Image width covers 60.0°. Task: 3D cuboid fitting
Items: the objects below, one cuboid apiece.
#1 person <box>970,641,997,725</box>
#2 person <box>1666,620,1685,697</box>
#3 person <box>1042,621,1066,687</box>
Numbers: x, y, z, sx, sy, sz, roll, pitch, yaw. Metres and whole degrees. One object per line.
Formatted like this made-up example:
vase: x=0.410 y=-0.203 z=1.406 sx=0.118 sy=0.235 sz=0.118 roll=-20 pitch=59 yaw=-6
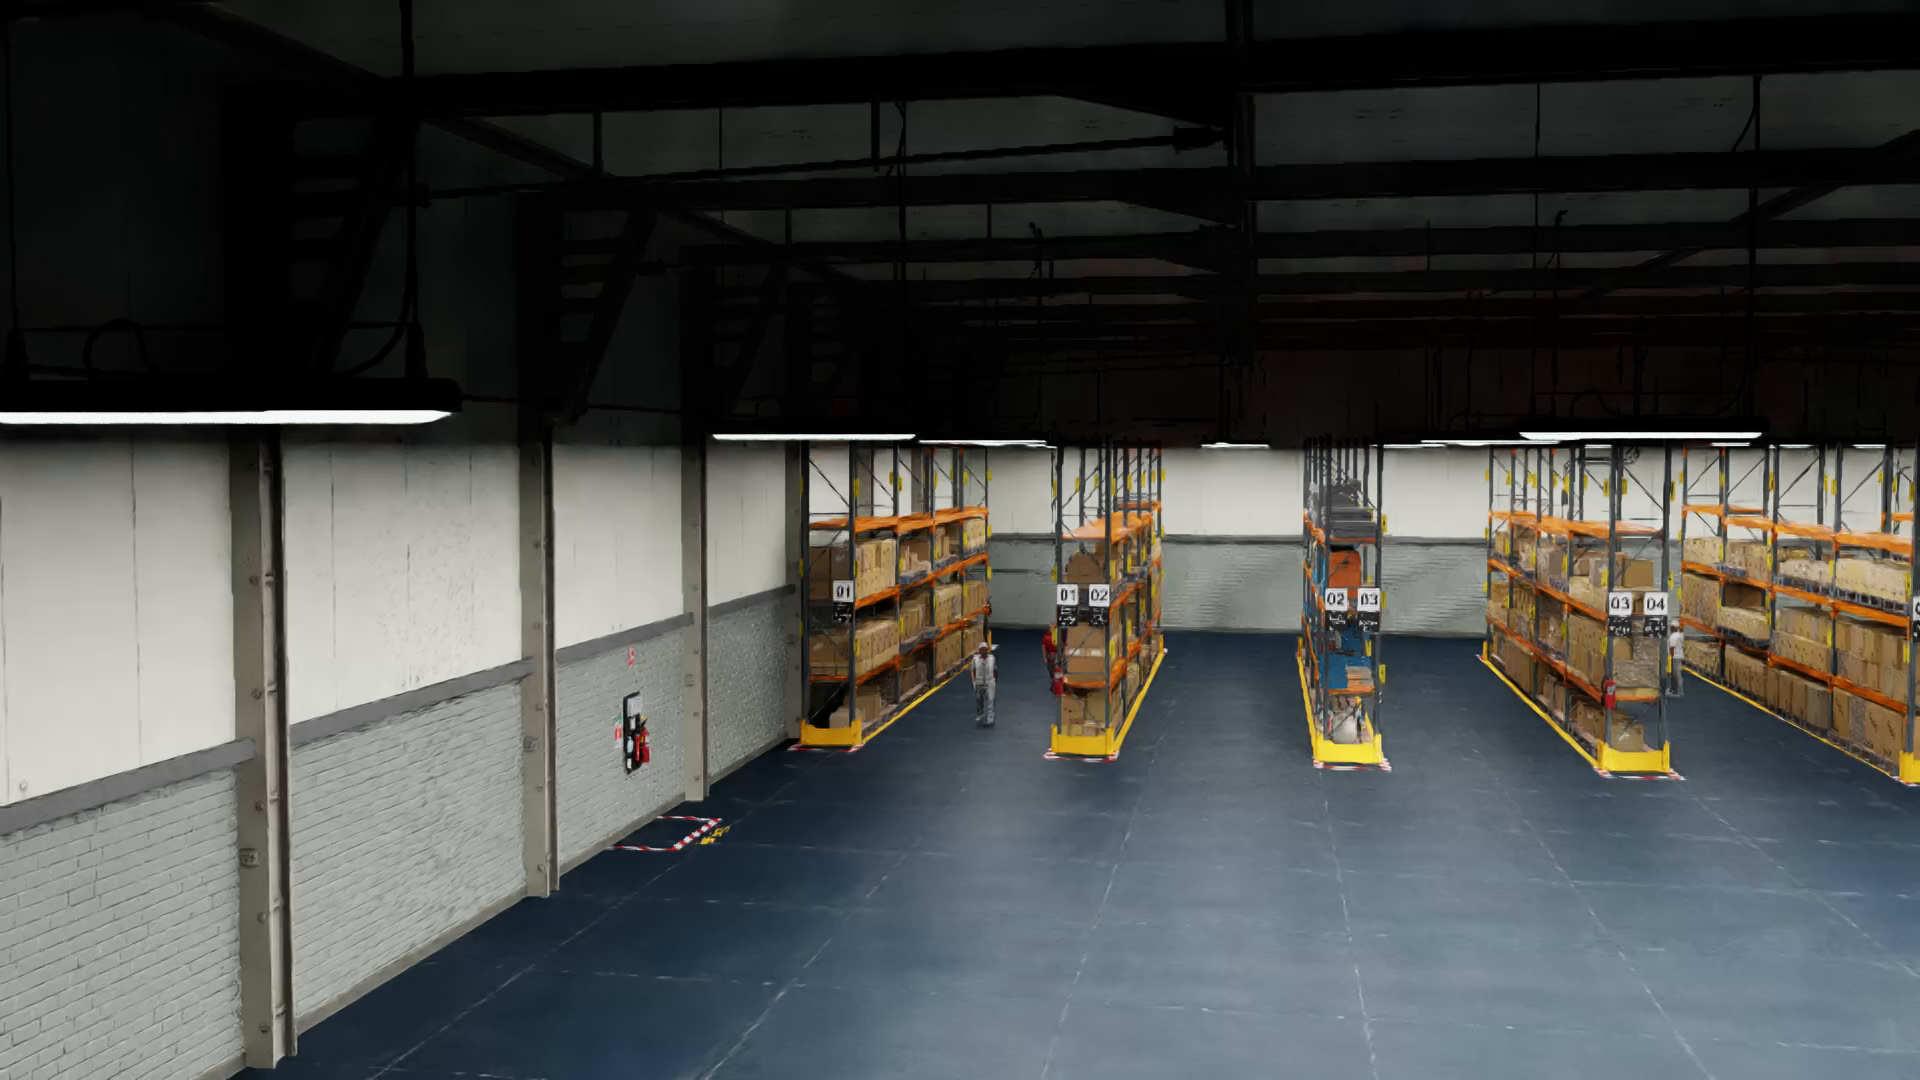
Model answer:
person: x=0.491 y=2.973 z=34.686 sx=0.554 sy=1.724 sz=1.029 roll=0 pitch=3 yaw=2
person: x=16.558 y=2.740 z=38.598 sx=0.587 sy=1.763 sz=0.677 roll=2 pitch=4 yaw=35
person: x=2.210 y=2.743 z=39.484 sx=0.540 sy=1.642 sz=1.111 roll=1 pitch=3 yaw=14
